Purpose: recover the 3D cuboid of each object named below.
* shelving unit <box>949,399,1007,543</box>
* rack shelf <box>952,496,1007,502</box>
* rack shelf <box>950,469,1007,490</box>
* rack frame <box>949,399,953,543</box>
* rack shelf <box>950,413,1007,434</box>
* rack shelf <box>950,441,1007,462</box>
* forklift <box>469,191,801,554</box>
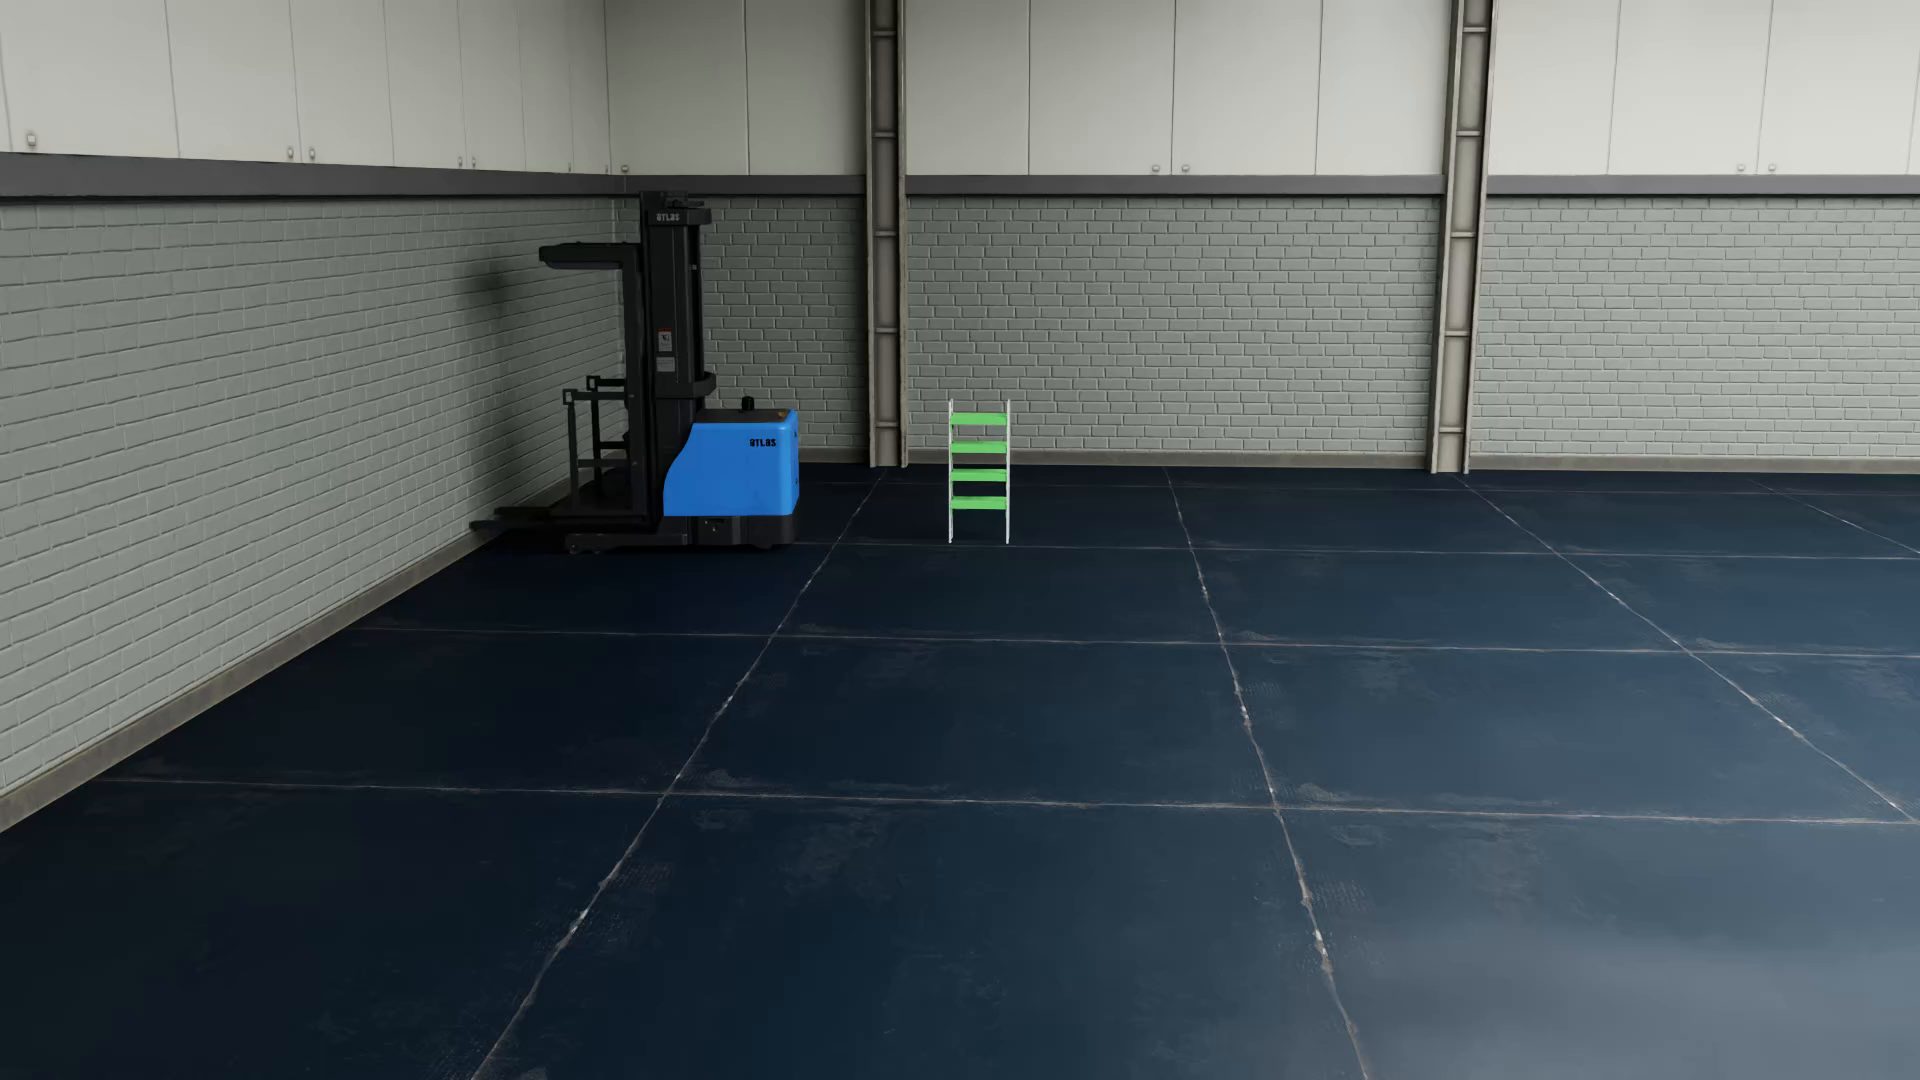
[{"bbox_3d":[0.159,-0.585,14.135,0.492,1.200,0.258,1,12,4],"label":"shelving unit"},{"bbox_3d":[0.165,-0.340,14.186,0.457,0.021,0.221,1,12,4],"label":"rack shelf"},{"bbox_3d":[0.165,-0.522,14.147,0.480,0.148,0.258,1,12,4],"label":"rack shelf"},{"bbox_3d":[-0.078,-0.588,14.150,0.015,1.200,0.240,1,12,4],"label":"rack frame"},{"bbox_3d":[0.165,-0.992,14.049,0.480,0.148,0.258,1,12,4],"label":"rack shelf"},{"bbox_3d":[0.165,-0.757,14.098,0.480,0.148,0.258,1,12,4],"label":"rack shelf"},{"bbox_3d":[-2.905,-1.429,13.941,3.031,2.935,1.130,0,12,-1],"label":"forklift"}]
